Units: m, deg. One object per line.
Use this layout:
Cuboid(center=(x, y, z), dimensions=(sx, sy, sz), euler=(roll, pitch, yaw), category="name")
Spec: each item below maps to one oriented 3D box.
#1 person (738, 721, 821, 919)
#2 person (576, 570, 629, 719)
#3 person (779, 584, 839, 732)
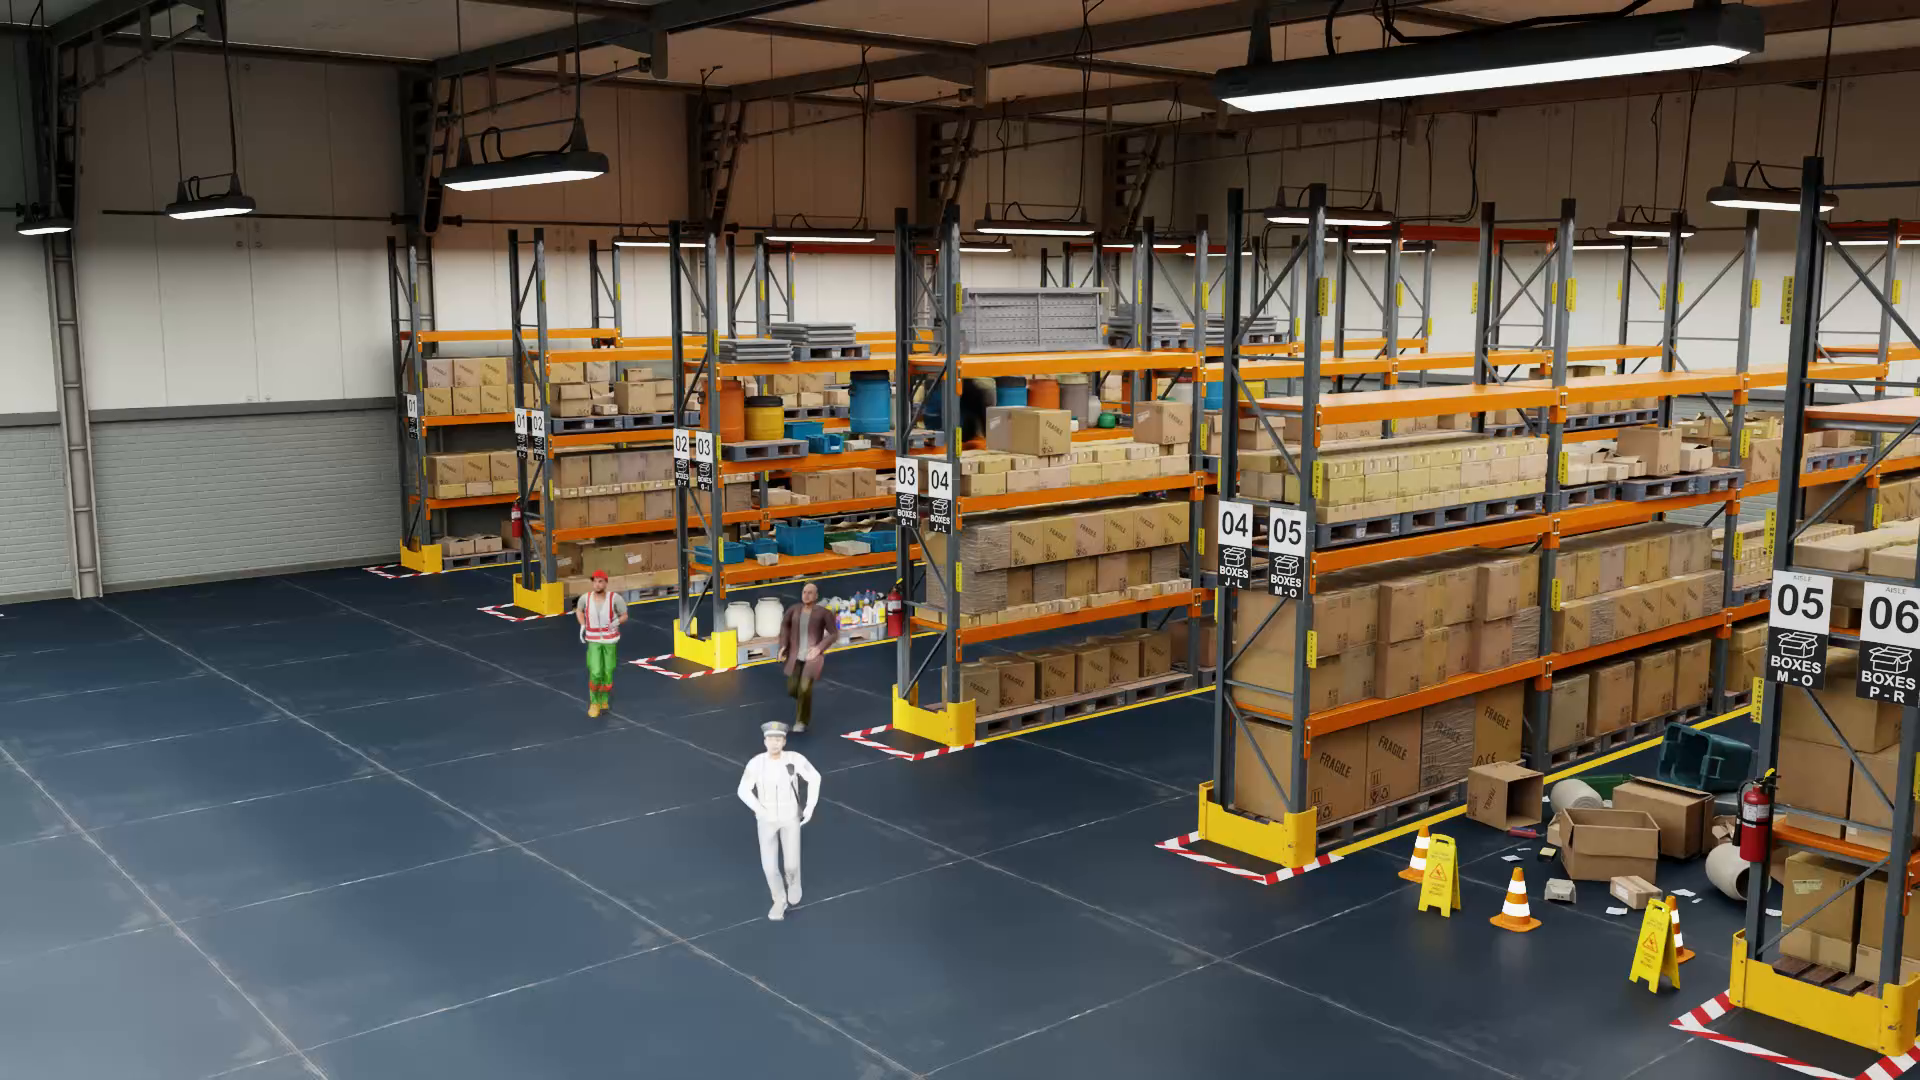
Cuboid(center=(-1.471, 2.285, 13.507), dimensions=(0.668, 1.668, 0.526), euler=(0, 9, -2), category="person")
Cuboid(center=(-4.277, 1.249, 19.932), dimensions=(0.619, 1.809, 0.713), euler=(-2, 9, -11), category="person")
Cuboid(center=(-1.773, 1.457, 19.417), dimensions=(0.743, 1.510, 0.685), euler=(2, 9, 13), category="person")
